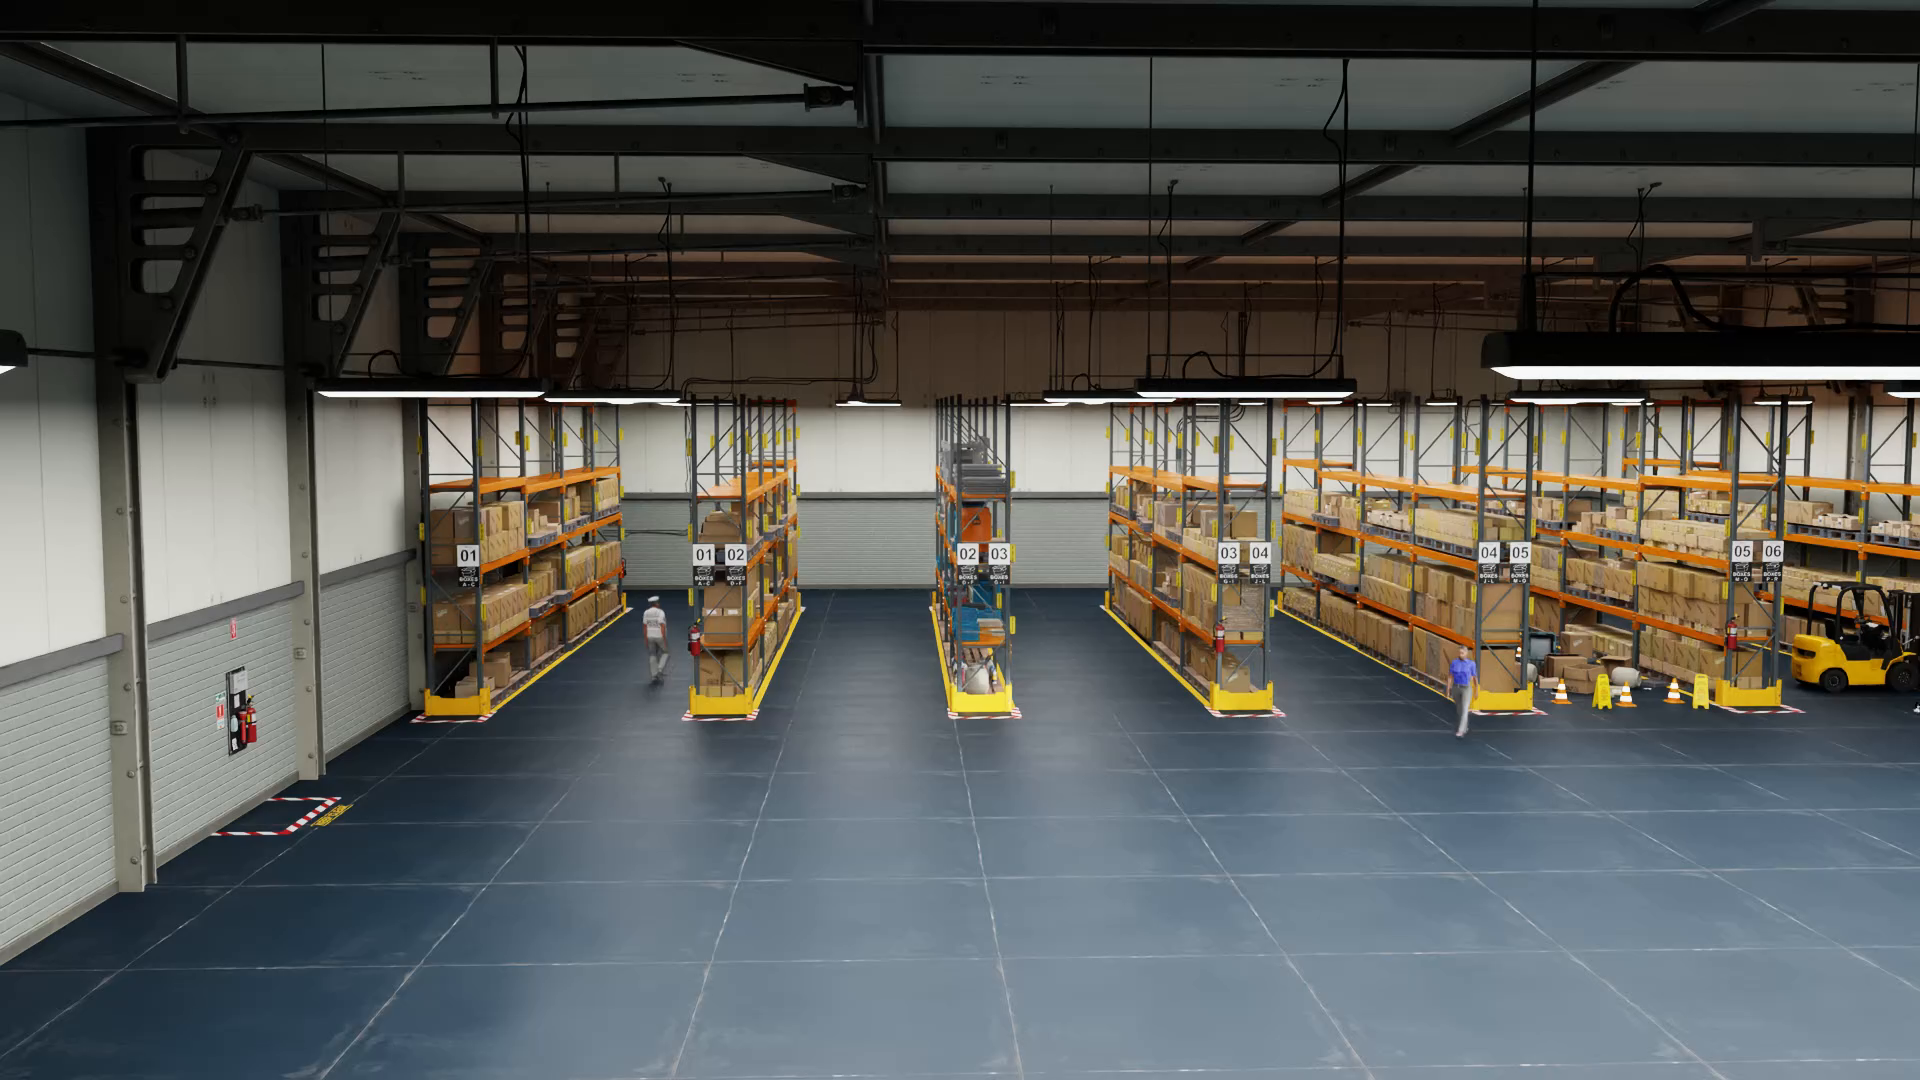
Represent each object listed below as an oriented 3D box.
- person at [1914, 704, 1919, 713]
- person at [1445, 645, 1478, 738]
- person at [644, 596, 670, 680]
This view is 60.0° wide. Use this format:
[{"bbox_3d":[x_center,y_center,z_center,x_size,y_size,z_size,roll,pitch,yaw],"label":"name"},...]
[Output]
[{"bbox_3d":[18.363,2.437,31.284,0.967,1.633,0.460,-1,5,-10],"label":"person"},{"bbox_3d":[8.712,2.627,28.950,0.474,1.597,1.045,4,6,39],"label":"person"},{"bbox_3d":[-6.420,2.069,35.187,0.598,1.758,0.541,0,5,6],"label":"person"}]
